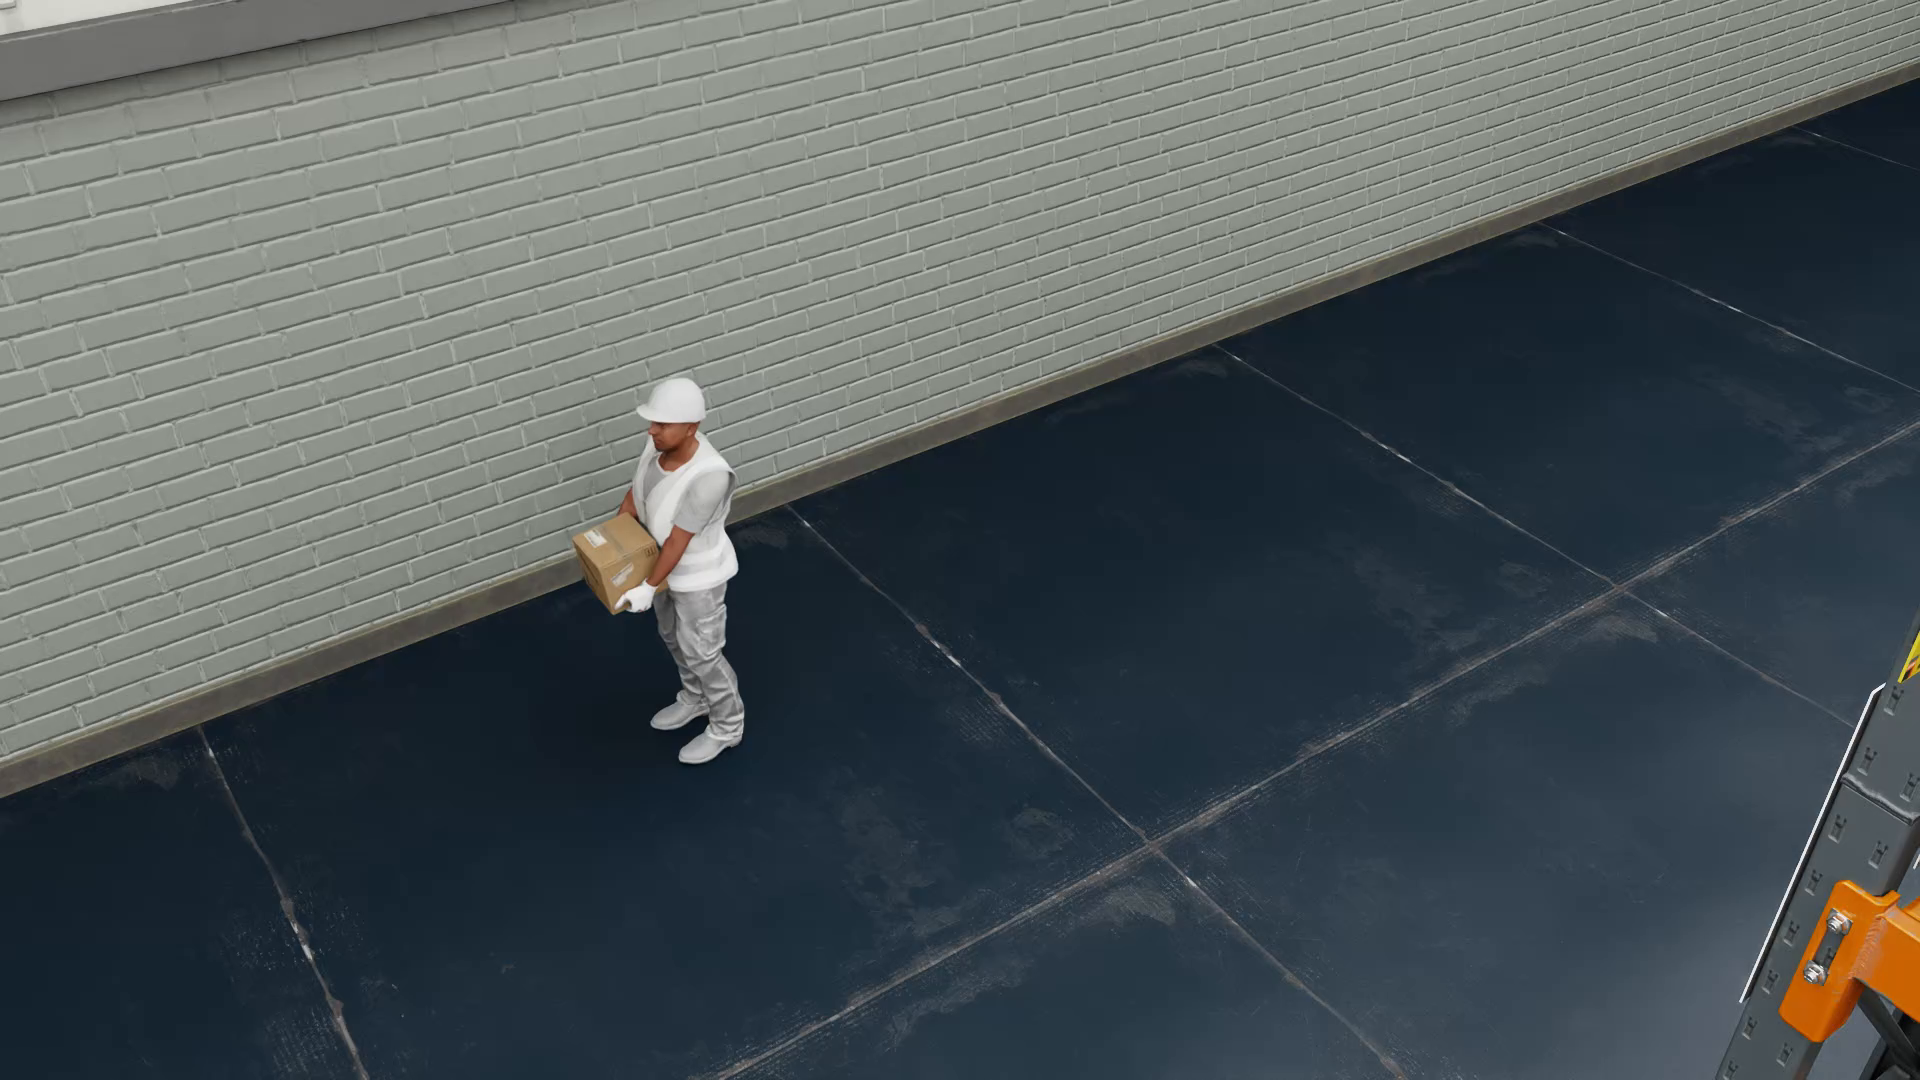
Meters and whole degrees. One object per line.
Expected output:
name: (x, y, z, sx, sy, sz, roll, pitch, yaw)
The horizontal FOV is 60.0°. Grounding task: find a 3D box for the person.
person: (-1.194, 0.157, 6.770, 0.565, 1.781, 0.489, -22, 42, -27)
